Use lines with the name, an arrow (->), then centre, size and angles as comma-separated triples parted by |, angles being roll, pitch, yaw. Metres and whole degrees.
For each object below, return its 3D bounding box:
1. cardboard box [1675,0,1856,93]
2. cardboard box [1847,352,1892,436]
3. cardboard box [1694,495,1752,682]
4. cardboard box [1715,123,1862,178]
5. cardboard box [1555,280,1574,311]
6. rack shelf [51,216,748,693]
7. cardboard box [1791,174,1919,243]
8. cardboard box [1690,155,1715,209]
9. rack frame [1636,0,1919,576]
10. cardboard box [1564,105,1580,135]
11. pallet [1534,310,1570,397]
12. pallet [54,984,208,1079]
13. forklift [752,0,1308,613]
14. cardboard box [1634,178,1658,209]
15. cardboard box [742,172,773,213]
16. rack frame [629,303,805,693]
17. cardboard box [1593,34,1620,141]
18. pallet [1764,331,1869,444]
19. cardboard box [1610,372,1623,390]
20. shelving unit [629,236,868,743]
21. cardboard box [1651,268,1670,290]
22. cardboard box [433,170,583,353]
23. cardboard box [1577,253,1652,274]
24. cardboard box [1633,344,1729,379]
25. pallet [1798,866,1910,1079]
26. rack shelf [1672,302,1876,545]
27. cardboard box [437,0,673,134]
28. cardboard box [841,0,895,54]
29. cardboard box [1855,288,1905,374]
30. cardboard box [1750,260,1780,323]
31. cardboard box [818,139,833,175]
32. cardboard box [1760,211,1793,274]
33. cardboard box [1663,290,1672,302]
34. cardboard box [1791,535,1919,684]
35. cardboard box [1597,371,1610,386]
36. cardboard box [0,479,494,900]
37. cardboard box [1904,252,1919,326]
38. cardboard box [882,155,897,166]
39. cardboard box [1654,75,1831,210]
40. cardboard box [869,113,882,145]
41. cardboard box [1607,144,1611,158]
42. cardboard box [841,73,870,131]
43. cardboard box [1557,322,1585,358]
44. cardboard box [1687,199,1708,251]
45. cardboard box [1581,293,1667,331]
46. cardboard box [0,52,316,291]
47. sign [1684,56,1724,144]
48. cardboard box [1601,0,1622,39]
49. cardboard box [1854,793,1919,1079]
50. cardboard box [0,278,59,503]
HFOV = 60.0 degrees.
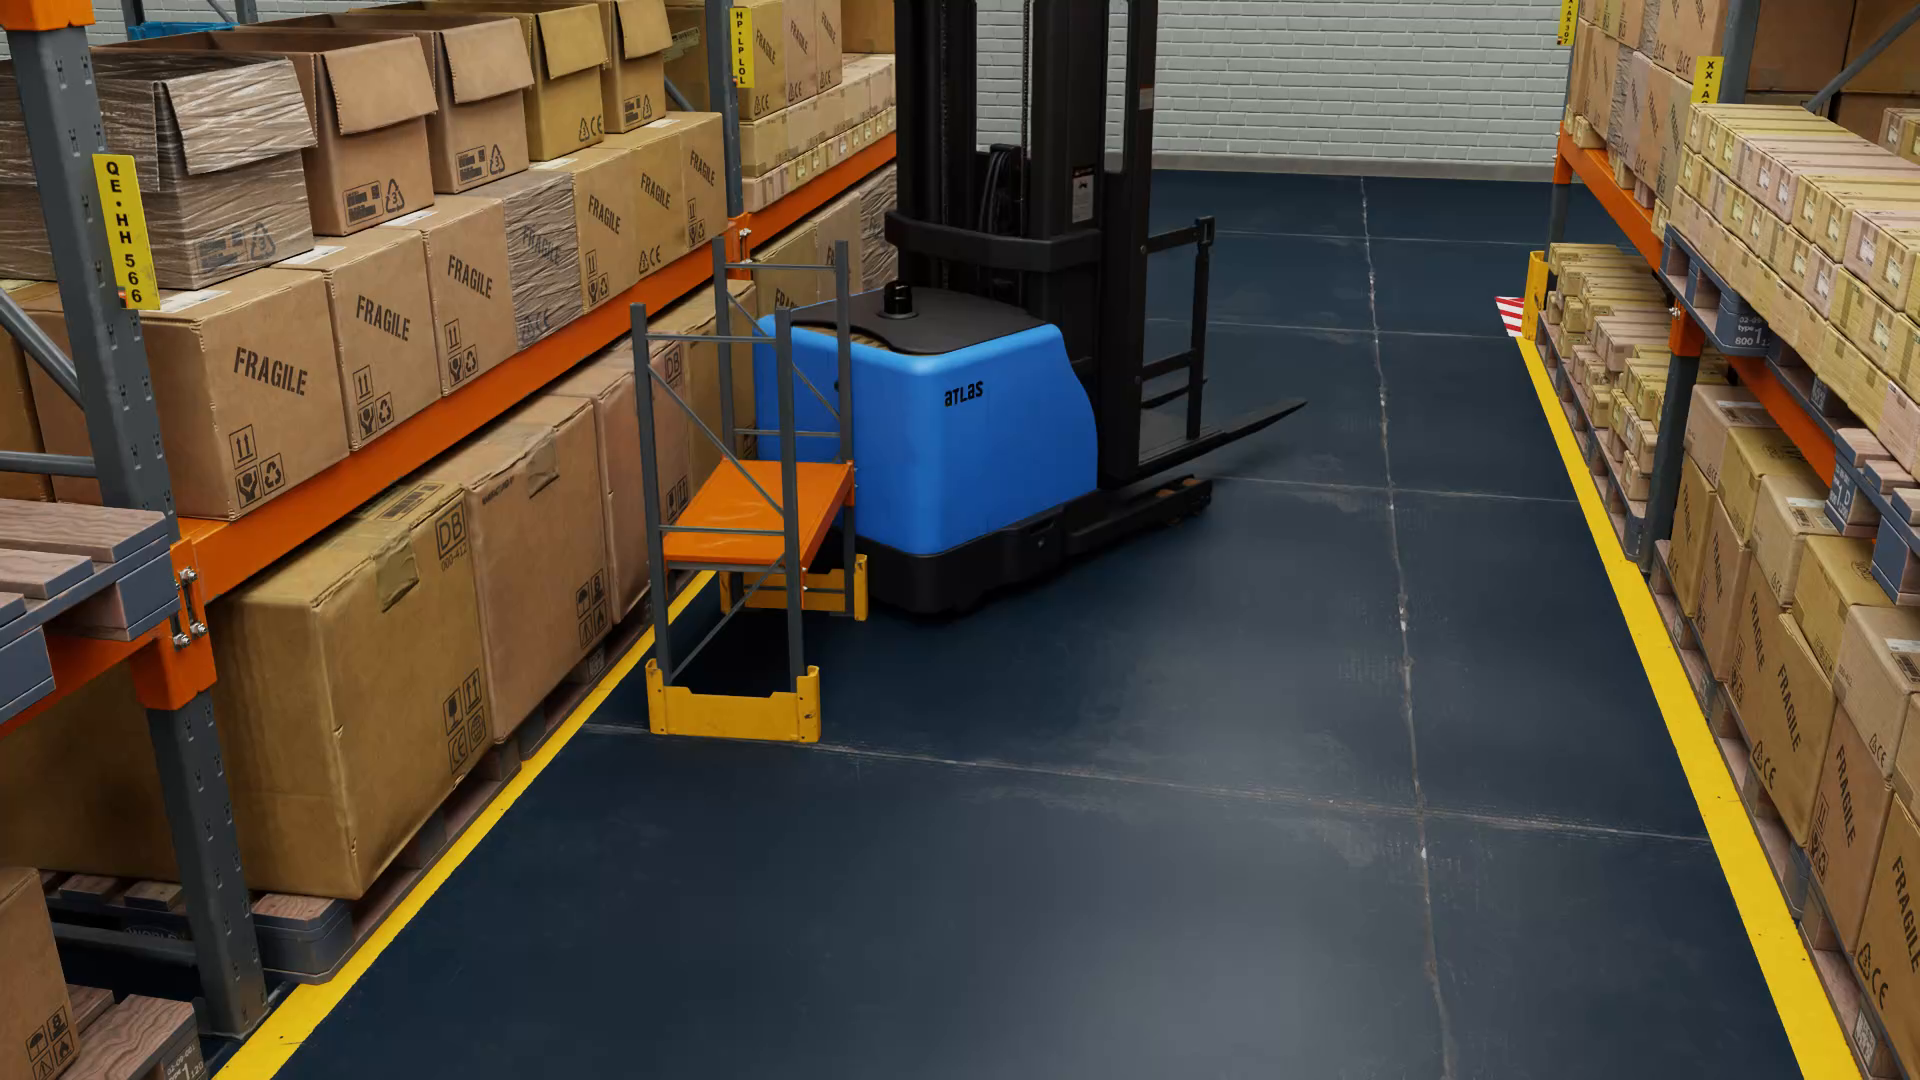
cardboard box -> 3.197, -2.070, 6.608 | 0.500, 0.500, 0.500 | 4, 22, 9
cardboard box -> 2.359, -0.336, 3.946 | 0.380, 0.149, 0.250 | 4, 22, 10
cardboard box -> 2.849, 0.179, 5.678 | 0.500, 0.500, 0.500 | 5, 23, 13
cardboard box -> 2.729, -1.278, 5.491 | 0.380, 0.149, 0.250 | 5, 22, 11
cardboard box -> 3.712, -1.435, 9.756 | 0.380, 0.149, 0.250 | 4, 22, 11
rack shelf -> -1.878, -0.579, 5.739 | 1.077, 0.370, 4.000 | 4, 22, 11
cardboard box -> 2.520, -0.903, 4.557 | 0.380, 0.149, 0.250 | 5, 23, 13
cardboard box -> 2.784, -1.242, 5.797 | 0.380, 0.149, 0.250 | 4, 22, 10
rack frame -> 3.365, -1.229, 6.391 | 1.000, 3.000, 0.127 | 4, 22, 11
cardboard box -> 3.795, -2.482, 9.838 | 0.380, 0.149, 0.250 | 4, 22, 10
pallet -> 3.966, -1.076, 9.744 | 1.003, 0.211, 1.213 | 4, 22, 11
pallet -> -2.447, 1.398, 3.600 | 1.003, 0.211, 1.213 | 4, 22, 11
forklift -> 0.513, -1.539, 7.252 | 1.130, 2.935, 3.031 | 19, 29, 39
cardboard box -> 3.356, -1.625, 7.709 | 0.380, 0.149, 0.250 | 3, 22, 9
cardboard box -> -1.084, -1.611, 7.674 | 0.380, 0.149, 0.250 | 5, 22, 11
rack frame -> -0.773, -0.026, 5.412 | 0.500, 1.500, 0.032 | 2, 22, 6
cardboard box -> 3.623, -2.357, 8.660 | 0.500, 0.500, 0.500 | 5, 22, 12
pallet -> 2.913, -0.404, 4.599 | 1.003, 0.211, 1.213 | 4, 22, 11
cardboard box -> 3.379, -0.757, 8.074 | 0.380, 0.149, 0.250 | 5, 22, 12
shelving unit -> -0.715, -0.219, 5.889 | 0.587, 1.500, 1.083 | 2, 22, 6
cardboard box -> 4.214, -1.540, 9.620 | 0.380, 0.149, 0.250 | 5, 22, 12
cardboard box -> -1.612, -0.944, 5.548 | 0.500, 0.500, 0.500 | 5, 22, 11
cardboard box -> 3.804, -1.565, 9.681 | 0.380, 0.149, 0.250 | 5, 22, 12
cardboard box -> 3.370, -0.805, 7.794 | 0.380, 0.149, 0.250 | 5, 23, 13
pallet -> 2.710, 1.241, 3.989 | 1.003, 0.211, 1.213 | 4, 22, 11
rack shelf -> 2.957, -0.164, 4.709 | 1.077, 0.370, 4.000 | 4, 22, 11
cardboard box -> -1.592, -1.922, 6.634 | 0.797, 0.503, 0.637 | 4, 22, 10
cardboard box -> -0.496, -3.325, 10.394 | 0.500, 0.500, 0.500 | 5, 22, 12
cardboard box -> 2.360, -0.484, 3.915 | 0.380, 0.149, 0.250 | 5, 22, 11
cardboard box -> 2.574, -0.721, 4.902 | 0.380, 0.149, 0.250 | 4, 22, 10
cardboard box -> -0.873, -1.993, 8.623 | 0.380, 0.149, 0.250 | 4, 22, 10
cardboard box -> 2.572, -0.856, 4.840 | 0.380, 0.149, 0.250 | 4, 22, 10
cardboard box -> 4.247, -1.396, 9.661 | 0.380, 0.149, 0.250 | 4, 22, 10
cardboard box -> 2.644, 0.210, 4.597 | 0.500, 0.250, 0.500 | 5, 22, 12
cardboard box -> 3.442, -0.740, 8.429 | 0.380, 0.149, 0.250 | 5, 22, 12
cardboard box -> -2.125, 0.359, 4.730 | 1.225, 0.875, 0.875 | 3, 22, 8
cardboard box -> 2.307, -0.522, 3.613 | 0.380, 0.149, 0.250 | 5, 23, 13
cardboard box -> -0.706, -2.076, 10.776 | 0.875, 0.875, 0.875 | 4, 22, 11
cardboard box -> 3.188, -1.612, 6.809 | 0.500, 0.500, 0.500 | 4, 22, 11
cardboard box -> -0.663, -2.367, 9.551 | 0.380, 0.149, 0.250 | 5, 22, 11
cardboard box -> 3.678, -2.089, 8.862 | 0.380, 0.149, 0.250 | 4, 22, 10
cardboard box -> -0.802, -2.416, 9.139 | 0.500, 0.250, 0.500 | 4, 22, 11
cardboard box -> 3.585, -1.119, 9.370 | 0.380, 0.149, 0.250 | 5, 22, 12
cardboard box -> 2.784, -1.097, 5.836 | 0.380, 0.149, 0.250 | 5, 22, 12
cardboard box -> 3.493, -1.192, 8.756 | 0.380, 0.149, 0.250 | 5, 22, 12
cardboard box -> -2.121, -0.959, 4.244 | 0.797, 0.503, 0.637 | 5, 23, 13
sign -> 2.833, -1.669, 6.325 | 0.100, 0.325, 0.005 | 4, 22, 11
cardboard box -> 3.605, -2.823, 8.477 | 0.500, 0.500, 0.500 | 4, 22, 10
cardboard box -> 2.428, 0.938, 3.794 | 0.500, 0.500, 0.500 | 4, 22, 11
cardboard box -> -2.428, -0.427, 4.265 | 0.500, 0.500, 0.500 | 5, 23, 13
